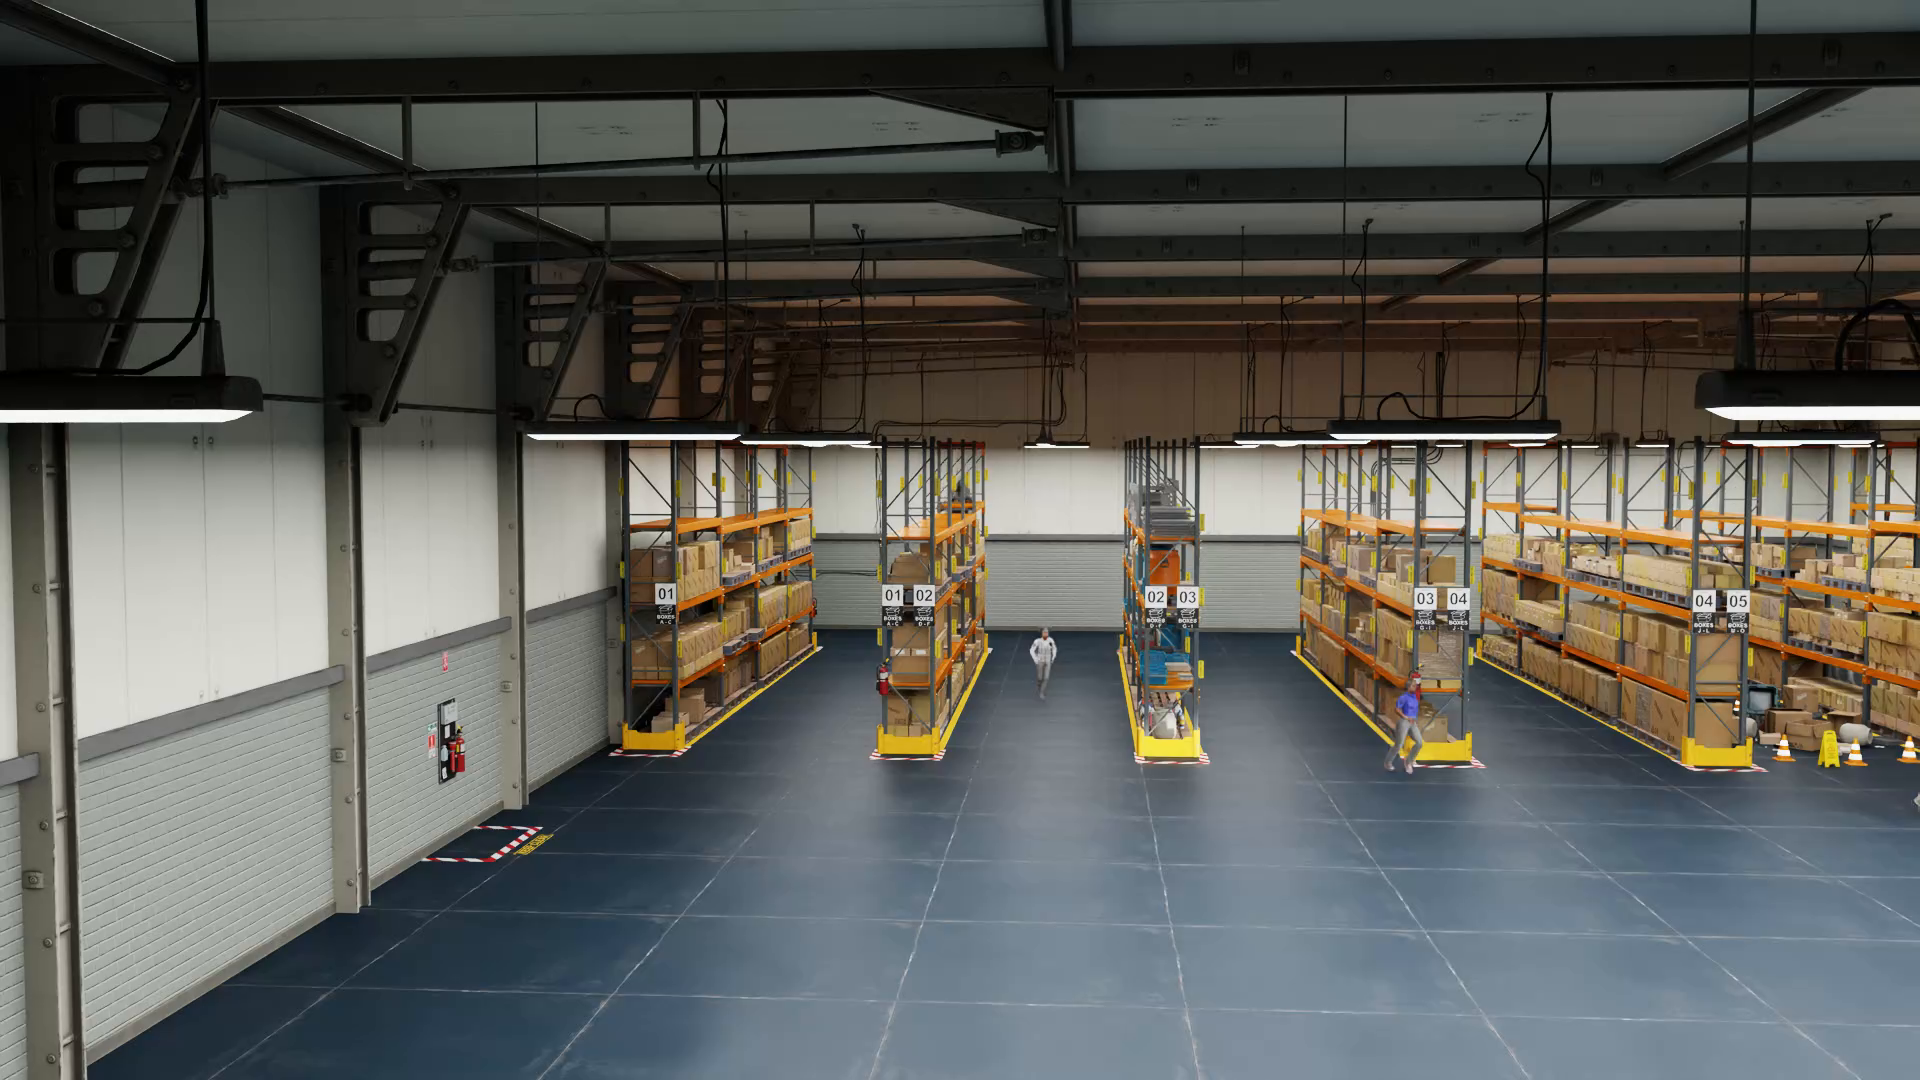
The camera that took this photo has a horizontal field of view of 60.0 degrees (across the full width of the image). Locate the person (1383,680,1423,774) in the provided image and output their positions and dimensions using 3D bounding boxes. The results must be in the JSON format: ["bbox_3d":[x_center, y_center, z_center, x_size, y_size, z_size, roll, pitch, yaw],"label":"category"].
[{"bbox_3d":[7.992,3.332,29.705,0.656,1.656,0.661,-2,4,-32],"label":"person"}]

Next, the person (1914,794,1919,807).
[{"bbox_3d":[15.350,3.514,25.794,0.677,1.791,0.936,-3,4,-41],"label":"person"}]

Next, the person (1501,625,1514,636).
[{"bbox_3d":[15.677,2.341,47.577,0.661,1.681,0.846,-2,4,-38],"label":"person"}]

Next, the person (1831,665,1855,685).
[{"bbox_3d":[21.100,2.705,39.723,0.641,1.820,0.740,0,3,-2],"label":"person"}]

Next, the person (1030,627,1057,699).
[{"bbox_3d":[1.958,2.837,38.692,0.641,1.666,0.587,0,3,-8],"label":"person"}]
